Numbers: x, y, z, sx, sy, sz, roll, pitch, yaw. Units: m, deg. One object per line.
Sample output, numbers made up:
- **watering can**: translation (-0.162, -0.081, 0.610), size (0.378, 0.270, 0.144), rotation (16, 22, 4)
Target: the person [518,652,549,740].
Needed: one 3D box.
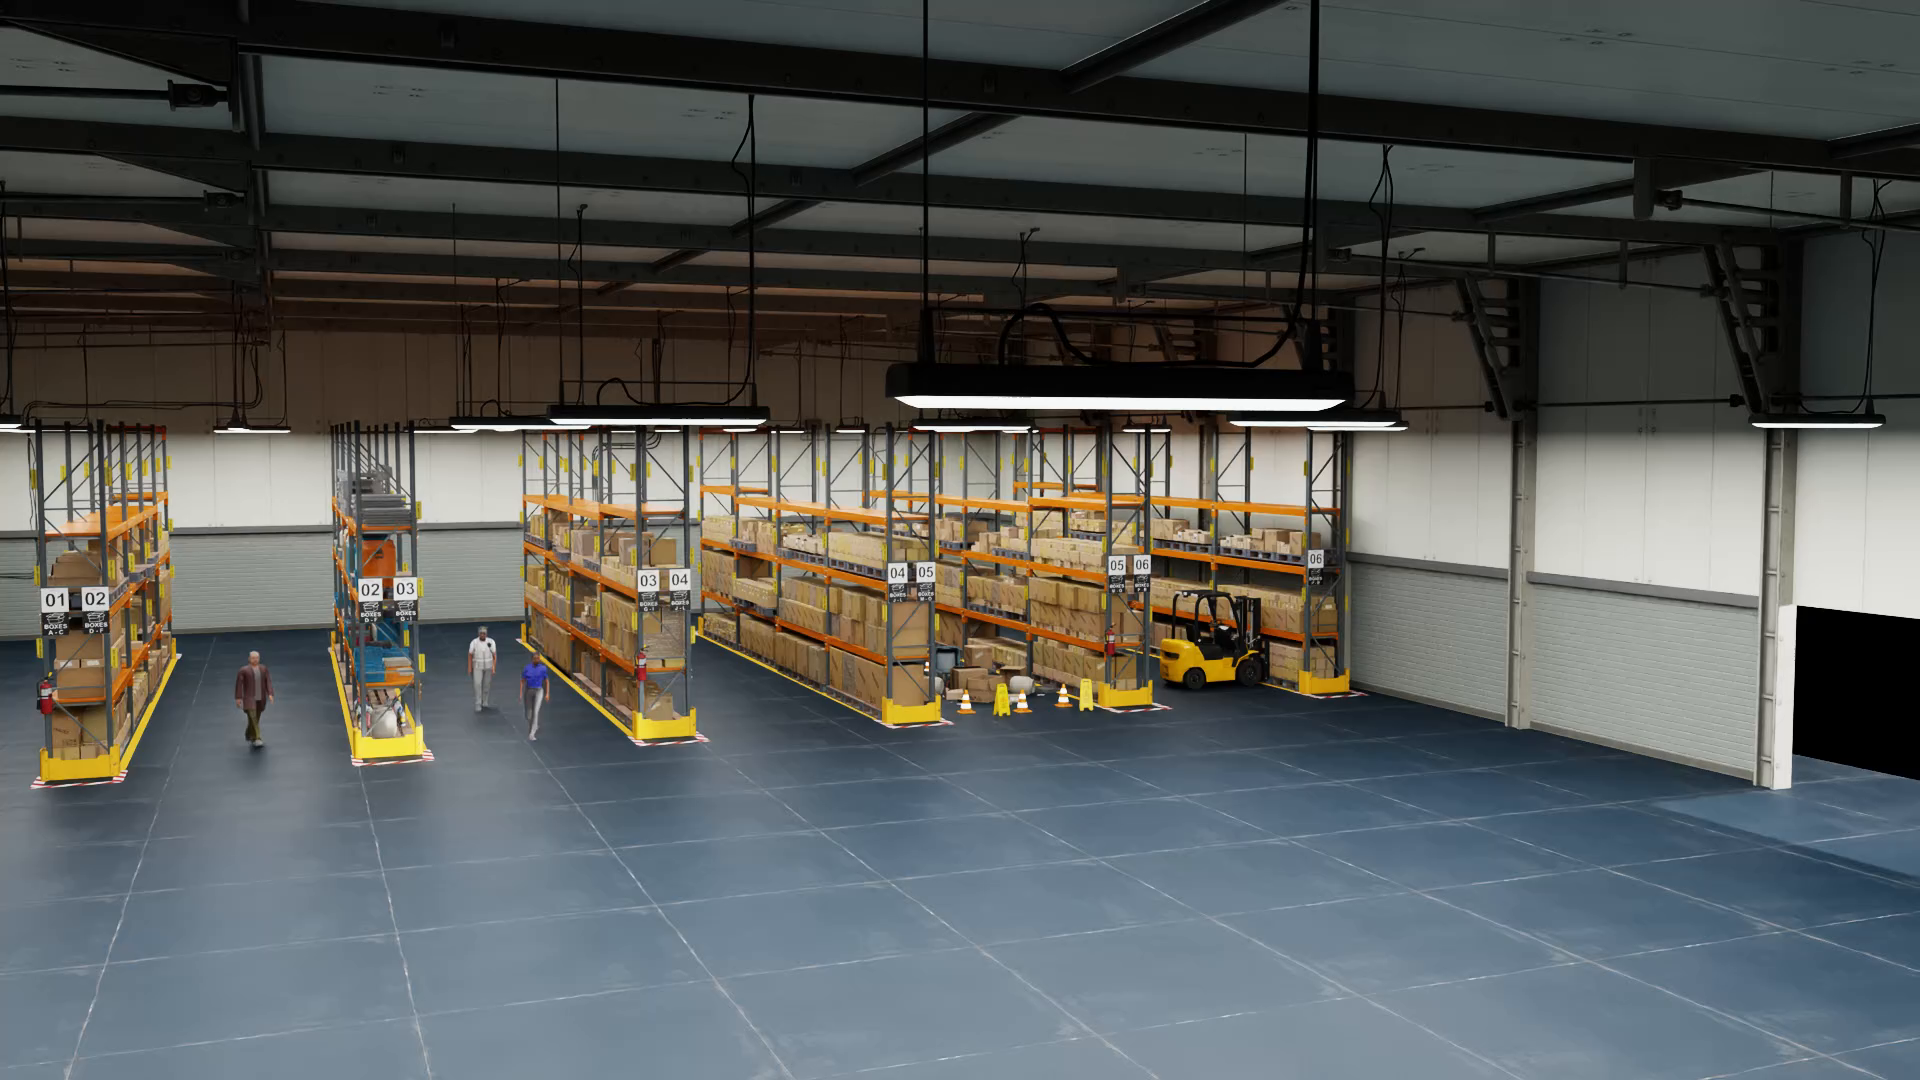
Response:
- **person**: translation (-8.104, 2.944, 31.667), size (0.535, 1.647, 0.730), rotation (0, 4, -3)

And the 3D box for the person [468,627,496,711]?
- **person**: translation (-9.991, 2.664, 34.850), size (0.563, 1.713, 0.954), rotation (-2, 4, -30)

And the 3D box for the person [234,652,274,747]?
- **person**: translation (-12.956, 2.968, 30.637), size (1.119, 1.630, 0.596), rotation (3, 4, 36)
